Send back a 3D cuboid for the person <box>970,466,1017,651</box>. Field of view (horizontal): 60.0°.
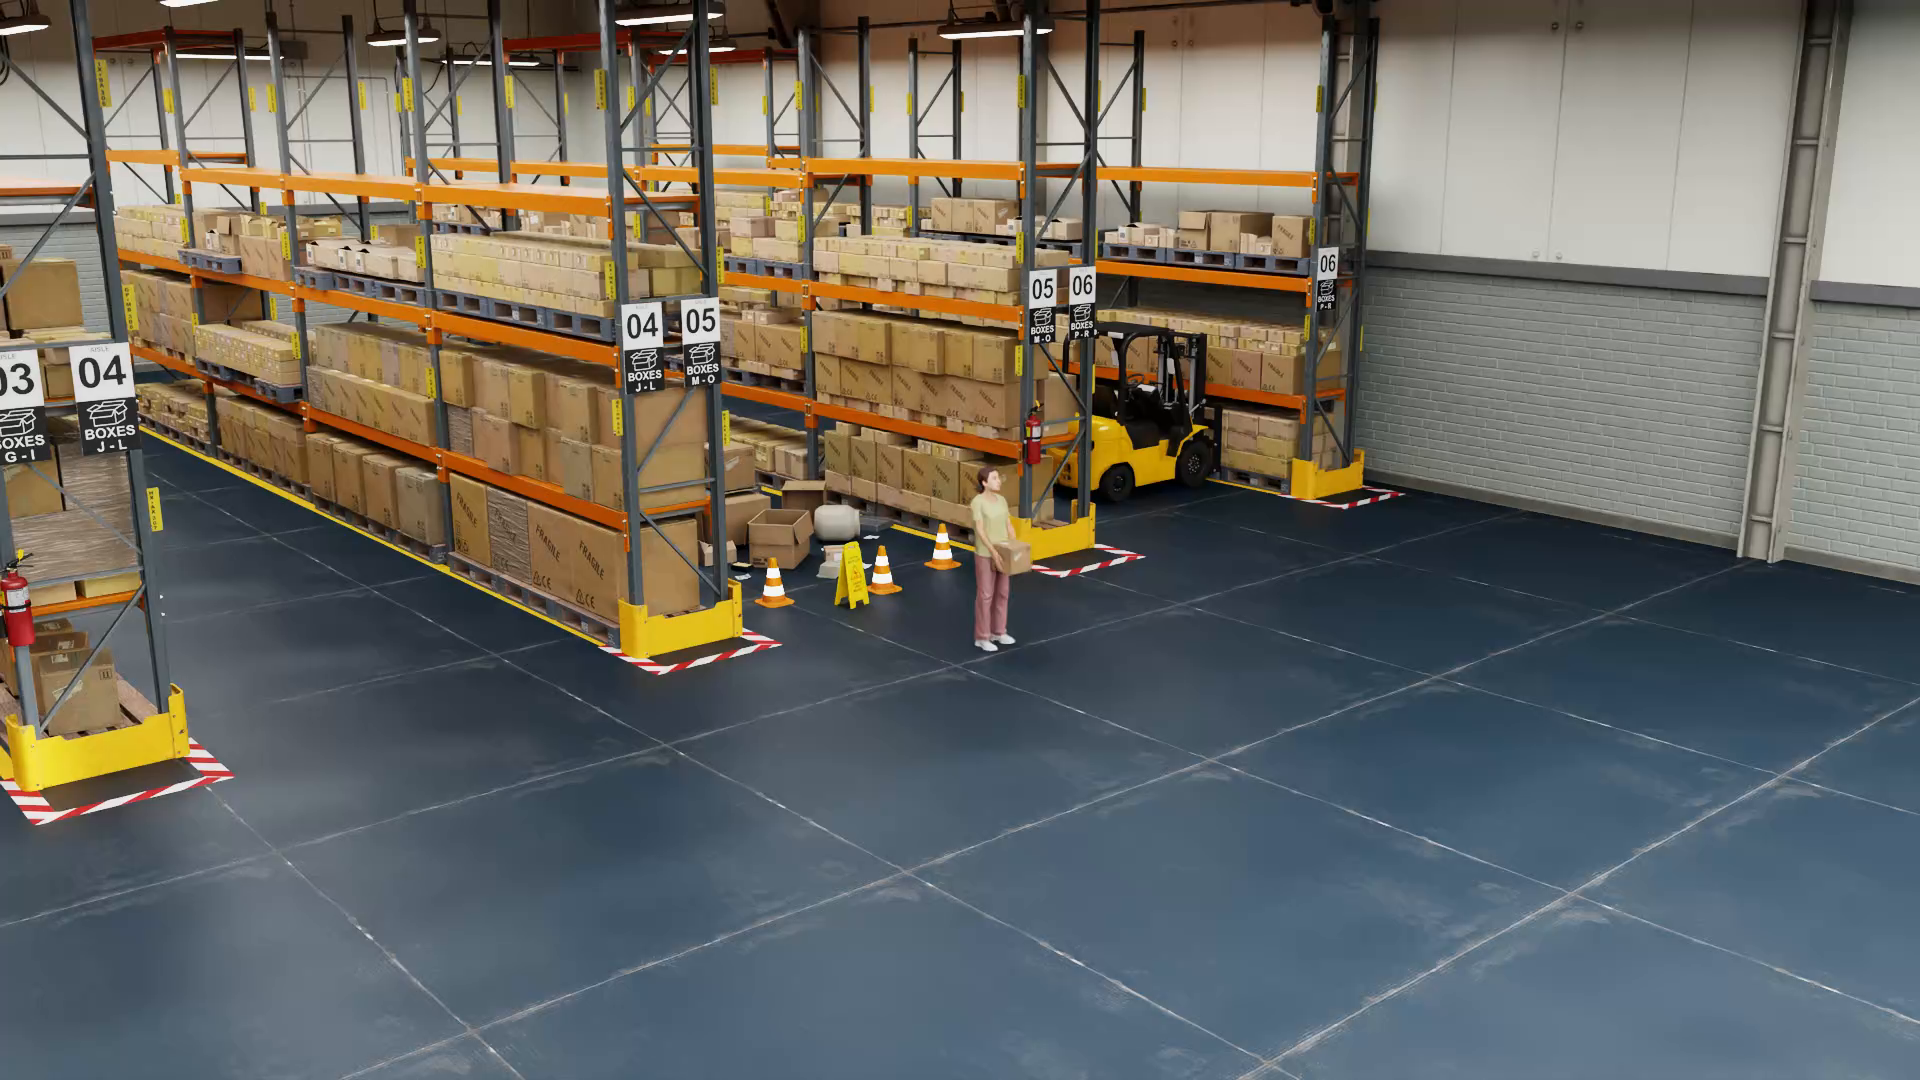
[{"bbox_3d":[0.317,0.152,15.400,0.477,1.677,0.489,-13,19,-41],"label":"person"}]
